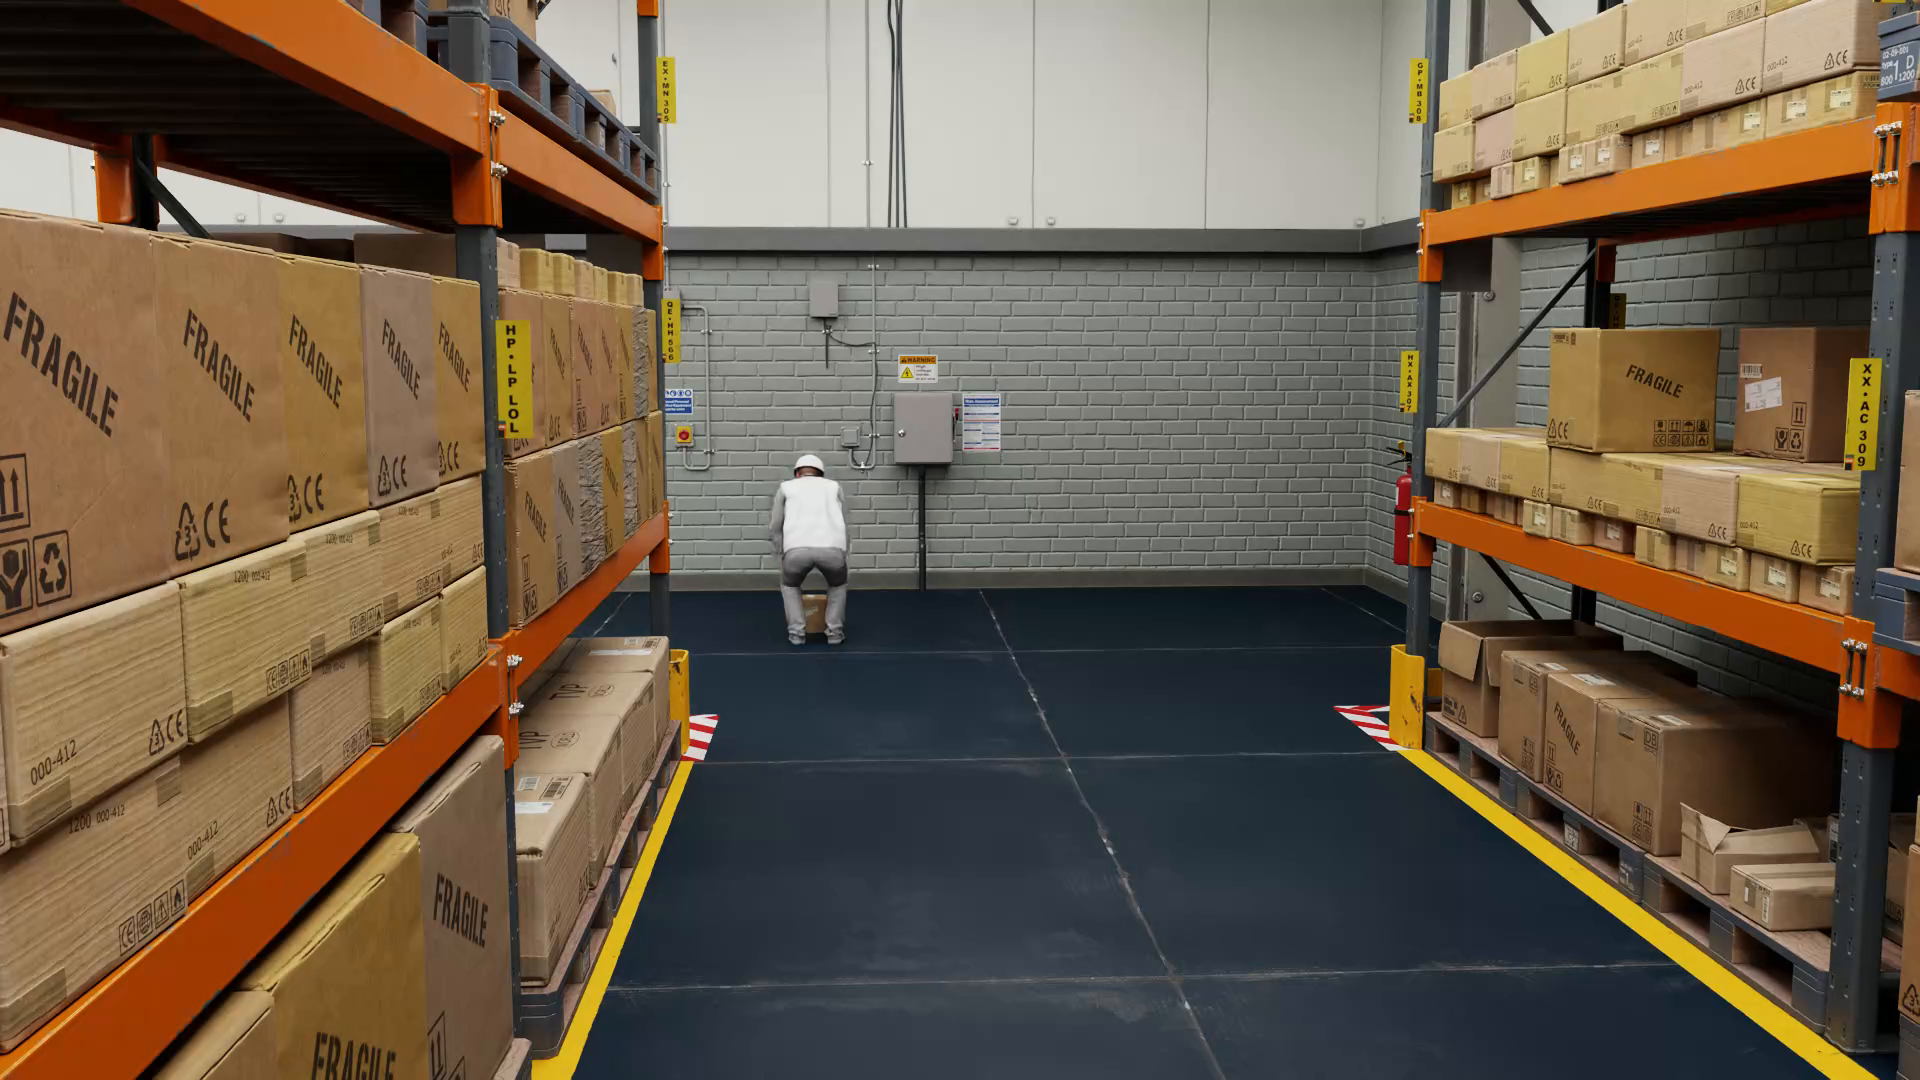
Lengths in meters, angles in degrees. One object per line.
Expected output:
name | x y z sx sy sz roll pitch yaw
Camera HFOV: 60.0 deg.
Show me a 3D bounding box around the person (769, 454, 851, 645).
person | -1.081 0.066 11.972 0.587 1.329 0.812 0 7 -4
